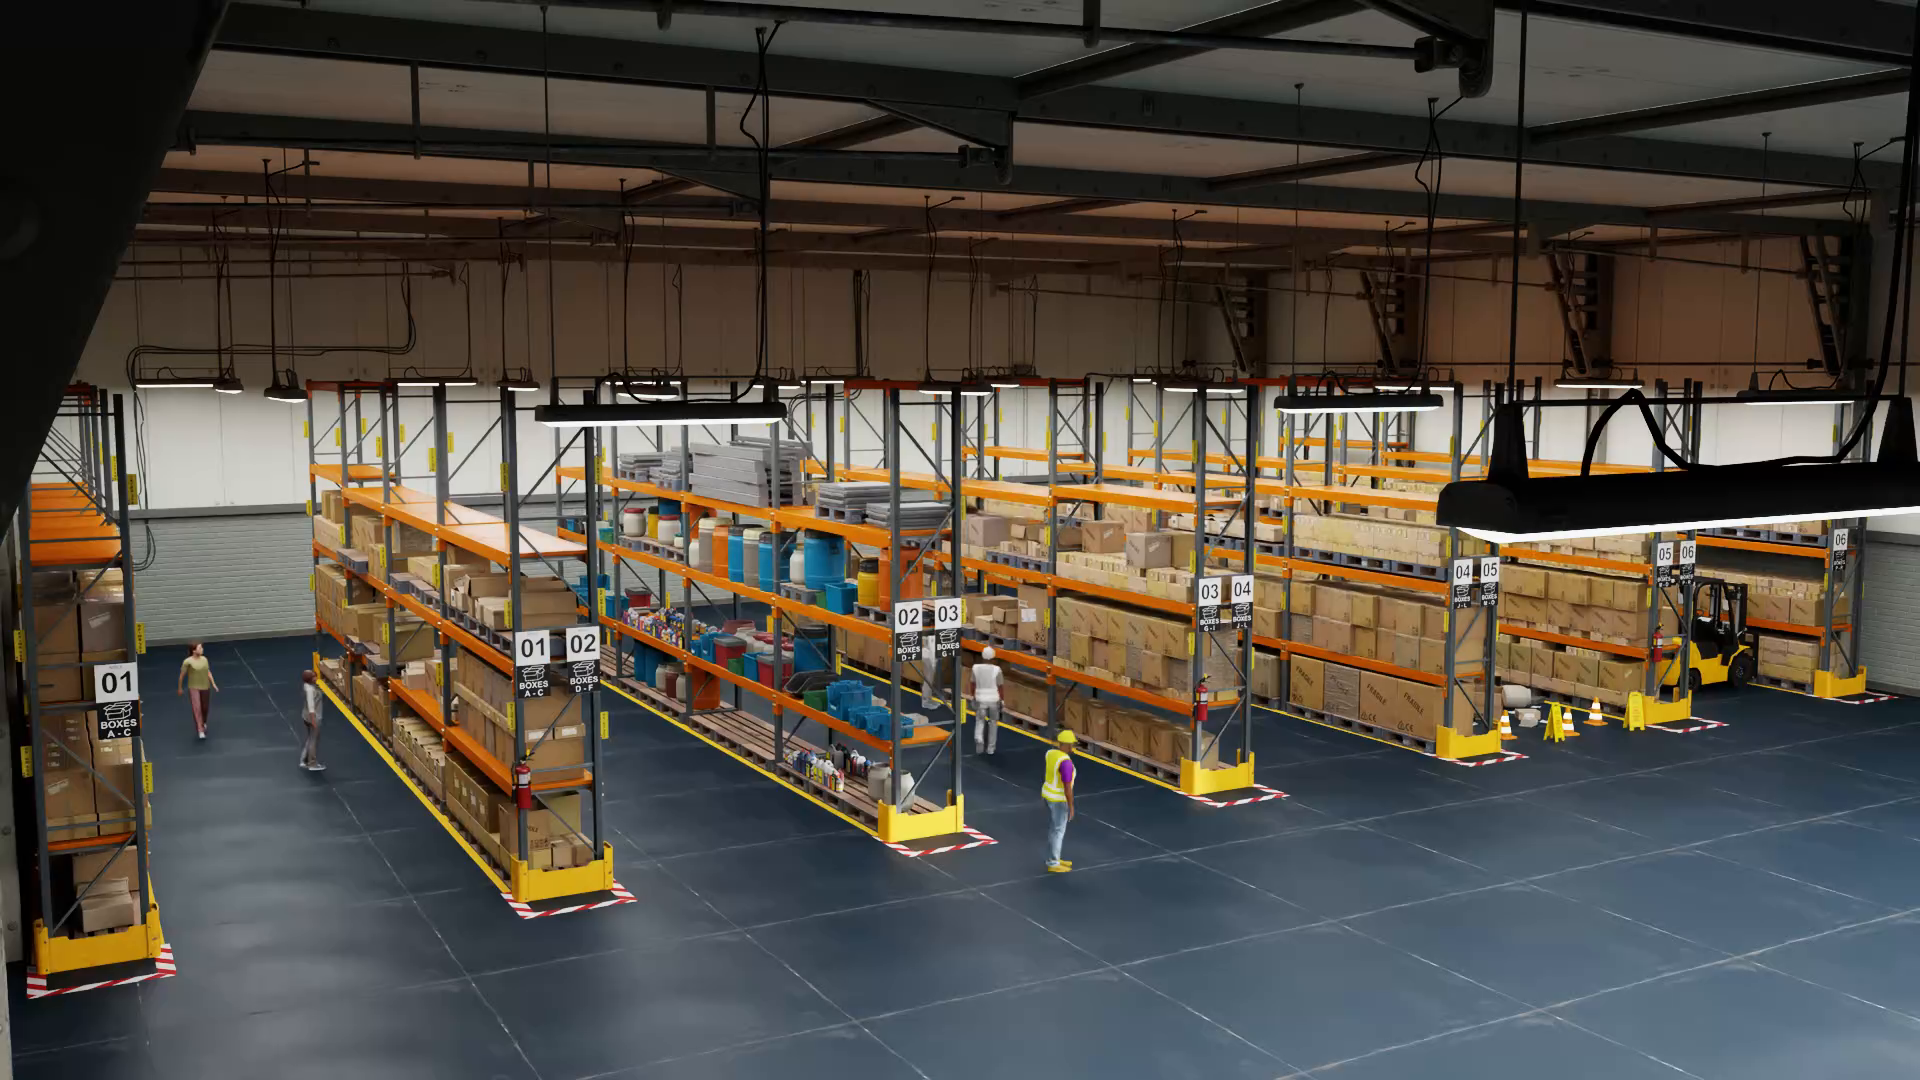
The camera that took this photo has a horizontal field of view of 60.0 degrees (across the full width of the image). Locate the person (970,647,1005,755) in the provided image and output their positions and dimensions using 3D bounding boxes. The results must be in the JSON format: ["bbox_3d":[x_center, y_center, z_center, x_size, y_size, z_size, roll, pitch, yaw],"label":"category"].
[{"bbox_3d":[0.437,2.593,26.781,0.568,1.770,0.668,1,6,11],"label":"person"}]

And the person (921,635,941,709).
[{"bbox_3d":[-0.505,2.111,29.103,0.362,1.681,0.509,-1,6,-9],"label":"person"}]

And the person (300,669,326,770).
[{"bbox_3d":[-10.055,2.790,25.805,0.365,1.596,0.451,-6,8,-44],"label":"person"}]

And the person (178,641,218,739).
[{"bbox_3d":[-12.966,2.522,28.278,0.620,1.621,1.064,-4,7,-33],"label":"person"}]

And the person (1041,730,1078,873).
[{"bbox_3d":[1.263,3.251,20.783,0.449,1.774,0.617,-2,6,-18],"label":"person"}]
